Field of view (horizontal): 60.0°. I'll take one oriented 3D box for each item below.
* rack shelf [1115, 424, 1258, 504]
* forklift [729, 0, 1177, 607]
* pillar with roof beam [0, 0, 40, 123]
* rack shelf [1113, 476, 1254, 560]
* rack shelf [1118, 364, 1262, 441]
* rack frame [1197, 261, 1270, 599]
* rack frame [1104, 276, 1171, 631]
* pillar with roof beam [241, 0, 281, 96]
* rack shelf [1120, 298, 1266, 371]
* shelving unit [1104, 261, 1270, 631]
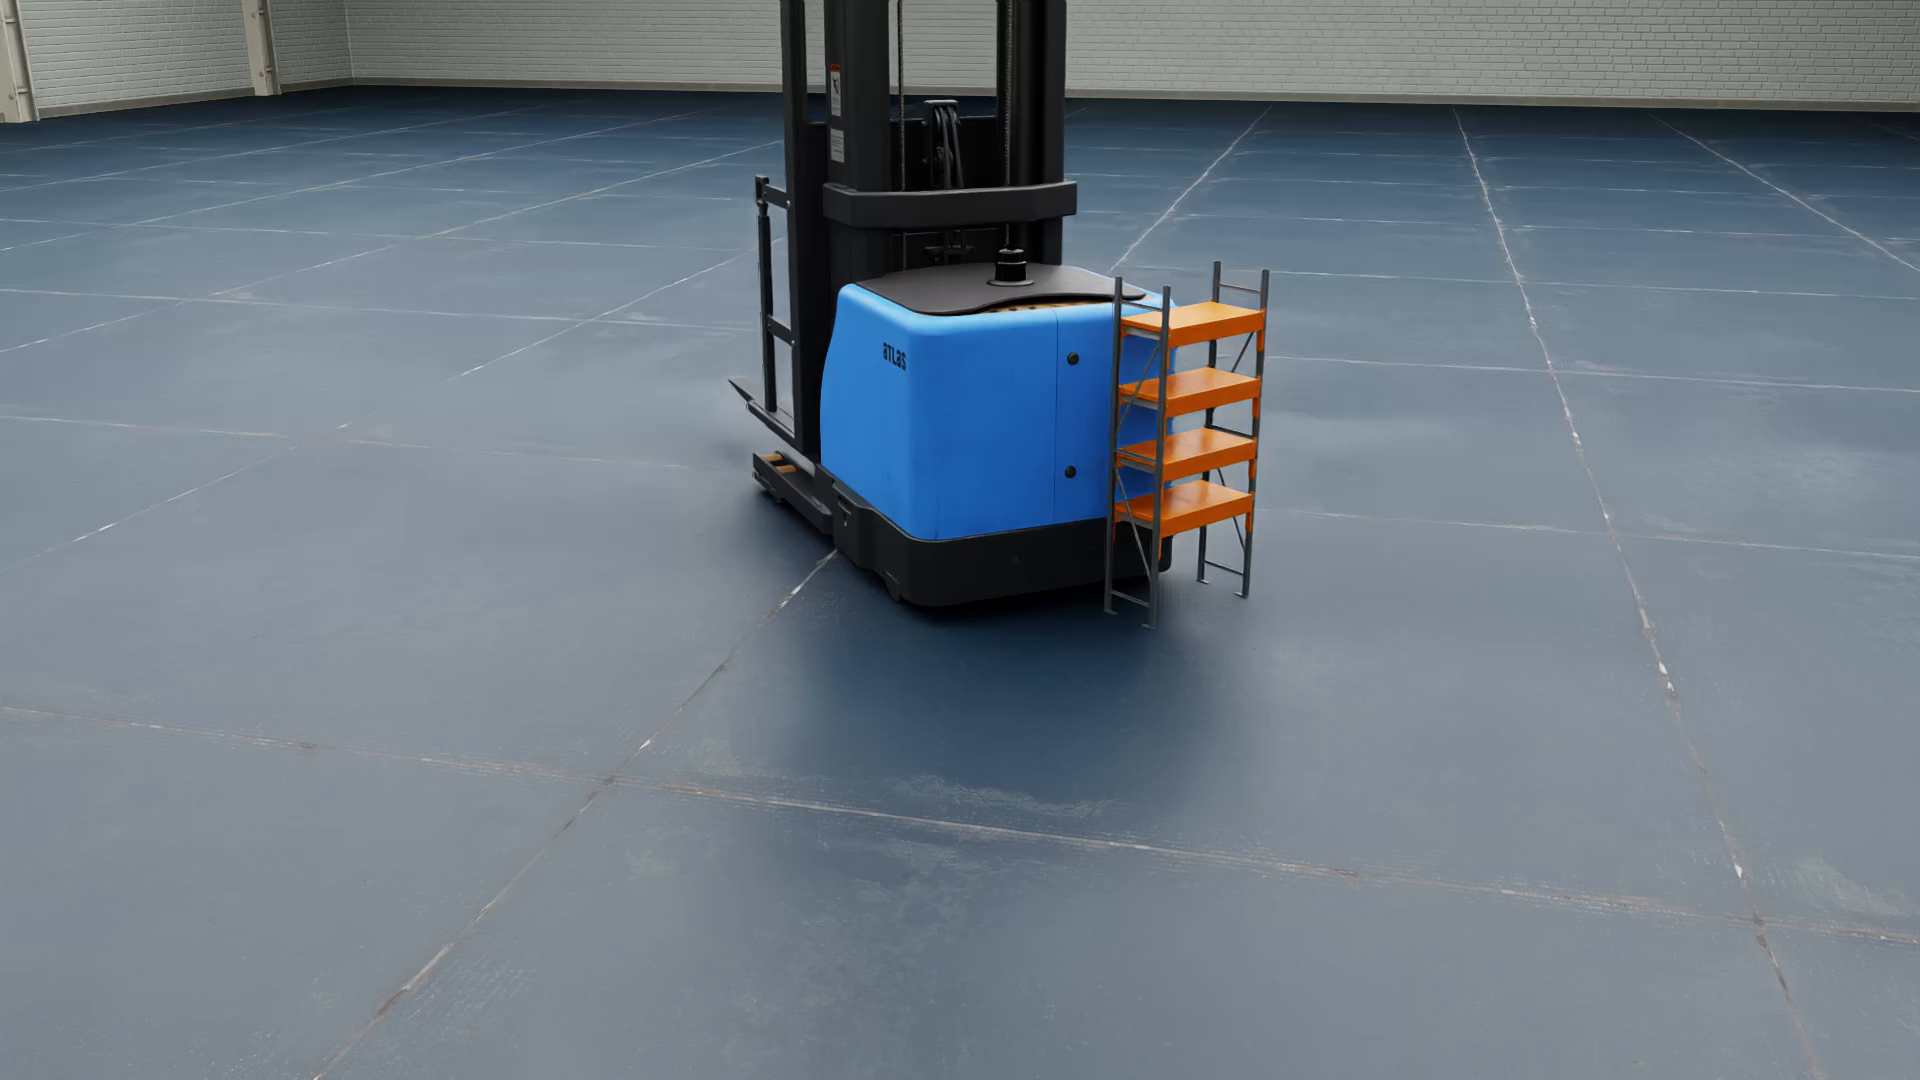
[{"bbox_3d":[0.786,-0.271,5.830,0.480,0.148,0.258,-15,24,-37],"label":"rack shelf"},{"bbox_3d":[-0.260,-1.592,6.814,1.130,2.935,3.031,-8,20,-22],"label":"forklift"},{"bbox_3d":[-10.178,-10.324,22.992,9.100,9.000,0.400,5,19,13],"label":"pillar with roof beam"},{"bbox_3d":[0.785,-0.083,5.895,0.480,0.148,0.258,-15,24,-37],"label":"rack shelf"},{"bbox_3d":[0.786,-0.482,5.757,0.480,0.148,0.258,-15,24,-37],"label":"rack shelf"},{"bbox_3d":[0.973,-0.385,5.956,0.015,1.200,0.240,-15,24,-37],"label":"rack frame"},{"bbox_3d":[0.599,-0.284,5.660,0.015,1.200,0.240,-15,24,-37],"label":"rack frame"},{"bbox_3d":[-8.712,-12.205,28.498,9.100,9.000,0.400,5,19,13],"label":"pillar with roof beam"},{"bbox_3d":[0.787,-0.706,5.680,0.480,0.148,0.258,-15,24,-37],"label":"rack shelf"},{"bbox_3d":[0.786,-0.334,5.808,0.503,1.200,0.258,-15,24,-37],"label":"shelving unit"}]
